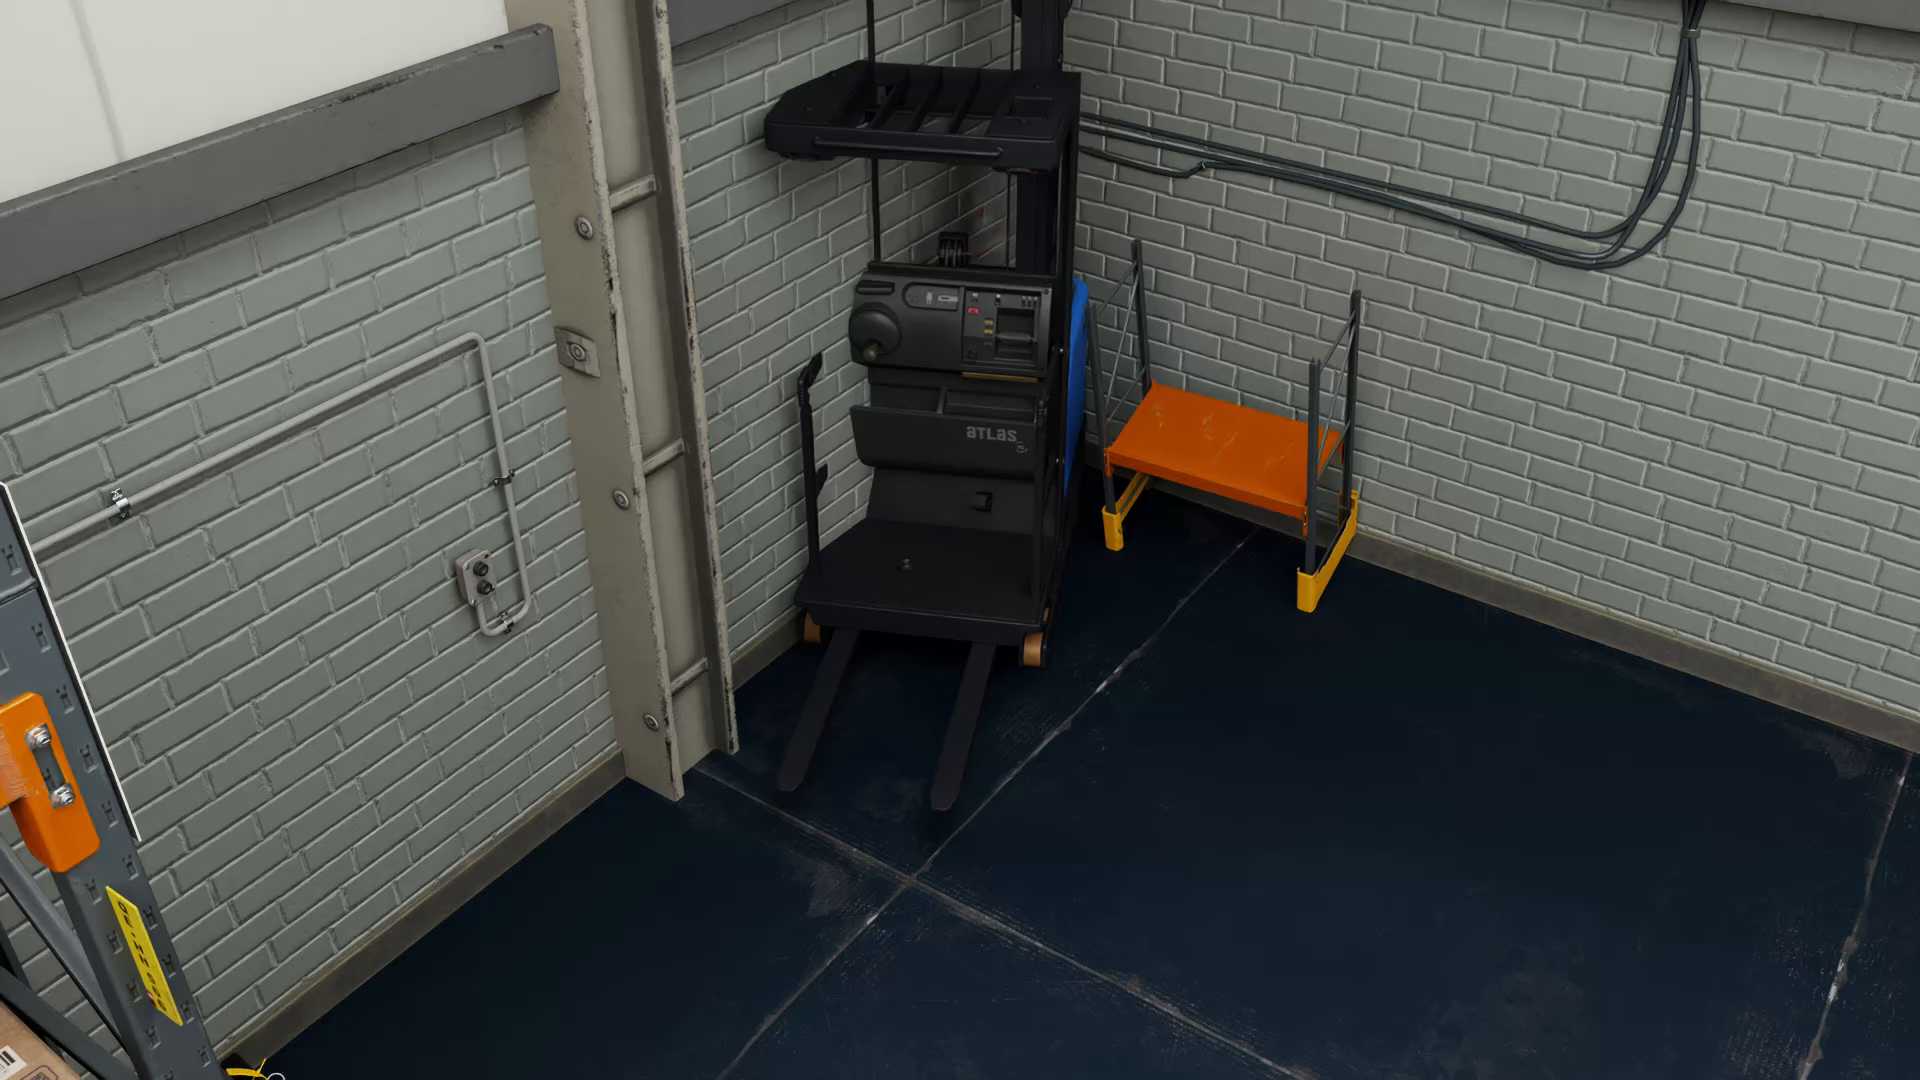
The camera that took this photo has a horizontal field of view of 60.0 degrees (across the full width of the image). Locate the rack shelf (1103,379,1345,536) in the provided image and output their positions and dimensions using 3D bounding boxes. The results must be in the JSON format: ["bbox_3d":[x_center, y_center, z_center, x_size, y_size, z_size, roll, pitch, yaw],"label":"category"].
[{"bbox_3d":[1.233,-0.397,7.715,1.000,0.185,0.538,18,54,25],"label":"rack shelf"}]

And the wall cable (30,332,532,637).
[{"bbox_3d":[-2.034,-0.122,4.846,0.084,1.984,1.851,21,39,28],"label":"wall cable"}]

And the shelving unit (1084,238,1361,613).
[{"bbox_3d":[1.216,-0.516,7.580,1.083,1.500,0.587,18,54,25],"label":"shelving unit"}]

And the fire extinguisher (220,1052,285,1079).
[{"bbox_3d":[-1.521,1.454,3.823,0.296,0.674,0.183,21,39,28],"label":"fire extinguisher"}]

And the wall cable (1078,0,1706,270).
[{"bbox_3d":[1.532,-2.498,6.682,3.097,2.526,0.112,21,39,28],"label":"wall cable"}]

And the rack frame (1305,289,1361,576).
[{"bbox_3d":[1.645,-0.373,7.368,0.032,1.500,0.500,18,54,25],"label":"rack frame"}]

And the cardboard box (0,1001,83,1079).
[{"bbox_3d":[-2.269,1.304,3.377,0.980,0.700,0.700,23,40,30],"label":"cardboard box"}]

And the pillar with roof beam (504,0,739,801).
[{"bbox_3d":[2.379,-1.439,2.345,9.100,9.000,0.400,21,39,28],"label":"pillar with roof beam"}]

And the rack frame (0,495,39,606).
[{"bbox_3d":[-1.987,-1.295,2.132,1.000,3.000,0.127,21,39,28],"label":"rack frame"}]

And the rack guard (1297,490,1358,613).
[{"bbox_3d":[1.730,0.046,7.823,0.087,0.250,0.587,18,54,25],"label":"rack guard"}]

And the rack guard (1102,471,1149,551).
[{"bbox_3d":[0.874,-0.237,8.247,0.087,0.250,0.587,18,54,25],"label":"rack guard"}]

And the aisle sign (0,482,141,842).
[{"bbox_3d":[-1.699,0.176,2.992,0.394,0.787,0.004,21,39,28],"label":"aisle sign"}]

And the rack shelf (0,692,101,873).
[{"bbox_3d":[-3.127,1.166,1.813,1.077,0.370,4.000,21,39,28],"label":"rack shelf"}]

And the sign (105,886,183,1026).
[{"bbox_3d":[-1.549,0.792,3.156,0.100,0.325,0.005,21,39,28],"label":"sign"}]

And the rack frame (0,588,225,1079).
[{"bbox_3d":[-1.987,1.190,3.813,1.000,3.000,0.127,21,39,28],"label":"rack frame"}]

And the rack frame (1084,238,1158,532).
[{"bbox_3d":[0.771,-0.663,7.800,0.032,1.500,0.500,18,54,25],"label":"rack frame"}]

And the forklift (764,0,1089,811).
[{"bbox_3d":[-0.110,-0.868,6.917,1.130,2.935,3.031,6,34,8],"label":"forklift"}]
